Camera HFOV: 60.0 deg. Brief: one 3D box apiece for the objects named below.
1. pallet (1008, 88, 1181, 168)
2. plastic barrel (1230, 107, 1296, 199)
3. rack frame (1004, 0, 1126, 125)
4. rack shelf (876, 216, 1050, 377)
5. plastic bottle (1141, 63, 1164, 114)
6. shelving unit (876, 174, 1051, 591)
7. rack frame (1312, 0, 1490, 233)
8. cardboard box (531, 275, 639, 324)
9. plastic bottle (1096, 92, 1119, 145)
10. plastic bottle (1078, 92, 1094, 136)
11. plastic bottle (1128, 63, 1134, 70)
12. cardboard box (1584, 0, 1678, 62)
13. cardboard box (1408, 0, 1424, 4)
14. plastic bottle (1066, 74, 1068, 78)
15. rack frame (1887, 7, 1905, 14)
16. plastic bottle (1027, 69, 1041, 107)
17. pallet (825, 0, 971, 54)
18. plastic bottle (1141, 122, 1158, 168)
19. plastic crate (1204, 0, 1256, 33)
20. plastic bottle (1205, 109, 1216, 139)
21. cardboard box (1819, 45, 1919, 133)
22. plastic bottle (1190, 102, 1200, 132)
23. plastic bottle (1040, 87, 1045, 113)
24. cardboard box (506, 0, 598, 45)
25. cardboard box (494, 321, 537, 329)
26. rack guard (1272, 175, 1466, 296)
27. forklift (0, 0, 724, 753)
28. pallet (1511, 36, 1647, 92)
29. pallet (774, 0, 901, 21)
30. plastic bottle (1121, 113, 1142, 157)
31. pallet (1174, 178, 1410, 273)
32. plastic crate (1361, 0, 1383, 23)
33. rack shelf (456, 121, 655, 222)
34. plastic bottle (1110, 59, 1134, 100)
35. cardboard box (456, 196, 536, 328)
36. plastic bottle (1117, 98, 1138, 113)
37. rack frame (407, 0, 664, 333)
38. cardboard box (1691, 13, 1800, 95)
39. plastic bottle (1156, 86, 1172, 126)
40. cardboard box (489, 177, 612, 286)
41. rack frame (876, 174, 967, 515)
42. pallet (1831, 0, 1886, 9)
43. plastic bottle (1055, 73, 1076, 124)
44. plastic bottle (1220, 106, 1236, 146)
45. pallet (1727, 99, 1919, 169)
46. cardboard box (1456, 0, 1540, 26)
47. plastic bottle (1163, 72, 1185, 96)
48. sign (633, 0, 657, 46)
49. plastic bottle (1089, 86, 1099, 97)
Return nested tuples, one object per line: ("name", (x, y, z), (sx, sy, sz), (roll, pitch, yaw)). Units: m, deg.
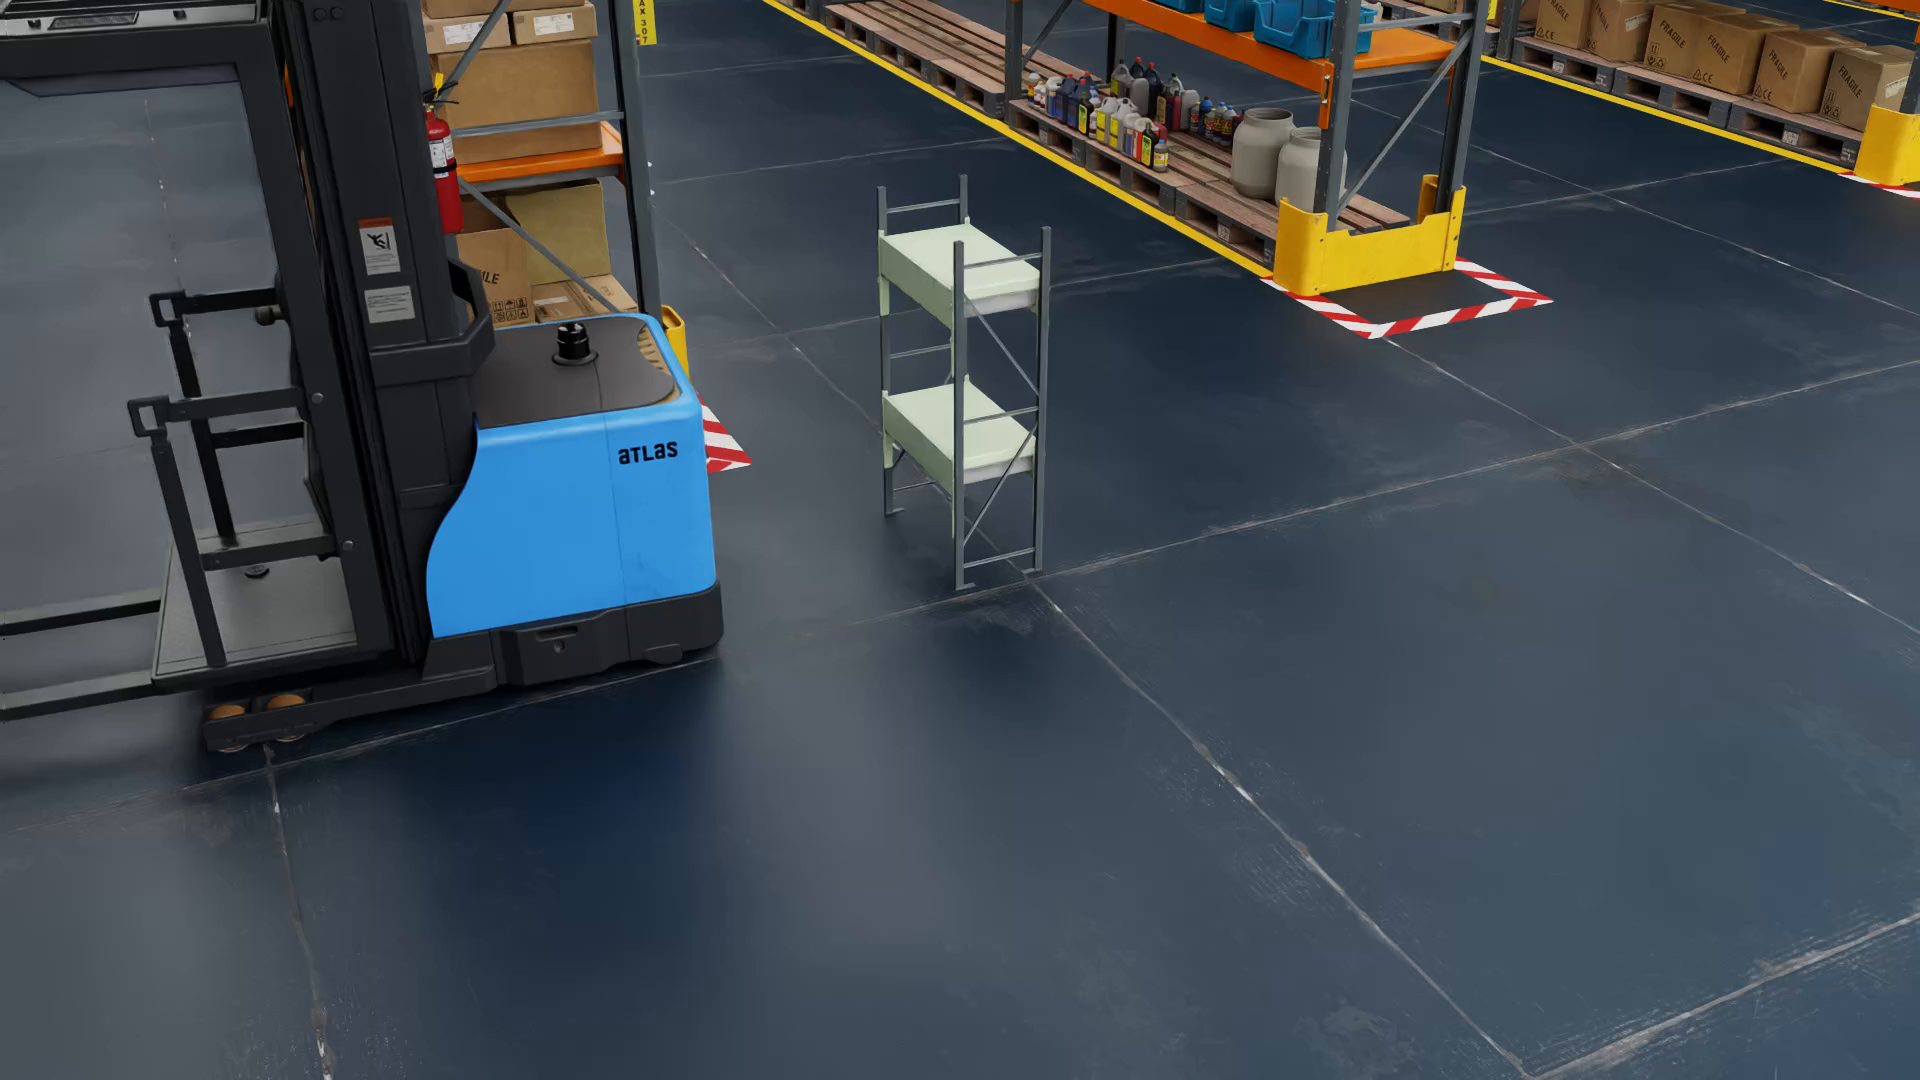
("pallet", (1.075, -3.155, 12.661), (1.003, 0.211, 1.213), (-13, 32, -22))
("plastic barrel", (1.975, -2.504, 10.763), (0.421, 0.512, 0.421), (0, 29, 0))
("rack frame", (0.824, -4.677, 12.523), (1.000, 3.000, 0.127), (-13, 32, -22))
("rack shelf", (0.003, -0.992, 6.687), (0.431, 0.370, 0.720), (-13, 32, -22))
("plastic bottle", (1.443, -3.404, 12.513), (0.144, 0.351, 0.185), (-15, 32, -24))
("shelving unit", (0.003, -0.651, 6.878), (0.431, 1.500, 0.755), (-13, 32, -22))
("rack frame", (2.541, -2.910, 9.372), (1.000, 3.000, 0.127), (-13, 32, -22))
("cardboard box", (-1.963, -1.139, 8.596), (0.500, 0.250, 0.500), (-13, 32, -22))
("plastic bottle", (1.060, -2.998, 11.789), (0.144, 0.351, 0.185), (-13, 32, -22))
("plastic bottle", (0.910, -3.075, 11.994), (0.061, 0.283, 0.133), (-12, 31, -20))
("plastic bottle", (1.329, -3.541, 12.825), (0.061, 0.283, 0.133), (-11, 31, -20))
("cardboard box", (5.686, -4.373, 14.108), (0.500, 0.500, 0.500), (-3, 29, -6))
("cardboard box", (4.625, -5.556, 16.197), (0.700, 0.500, 0.500), (-16, 33, -26))
("plastic bottle", (0.825, -3.337, 12.461), (0.061, 0.283, 0.133), (-13, 32, -22))
("rack frame", (9.821, -6.714, 16.156), (1.000, 3.000, 0.127), (-13, 32, -22))
("plastic bottle", (0.565, -3.446, 12.668), (0.097, 0.271, 0.097), (0, 29, 0))
("pallet", (-0.595, -4.877, 15.732), (1.003, 0.211, 1.213), (-13, 32, -22))
("plastic bottle", (1.290, -2.684, 11.297), (0.061, 0.283, 0.133), (-12, 32, -21))
("plastic crate", (1.783, -3.291, 10.205), (0.499, 0.251, 0.408), (-13, 32, -22))
("plastic bottle", (1.812, -2.987, 11.921), (0.097, 0.201, 0.097), (0, 29, 0))
("cardboard box", (6.762, -3.322, 12.234), (0.500, 0.500, 0.500), (-7, 30, -13))
("plastic bottle", (1.724, -3.078, 12.083), (0.097, 0.201, 0.097), (0, 29, 0))
("plastic bottle", (0.652, -3.325, 12.525), (0.097, 0.201, 0.097), (0, 29, 0))
("cardboard box", (-1.908, -2.416, 7.727), (0.380, 0.149, 0.250), (-13, 32, -22))
("cardboard box", (-2.431, -1.030, 8.402), (0.500, 0.250, 0.500), (-13, 32, -22))
("rack guard", (2.466, -1.843, 10.026), (1.175, 0.500, 0.348), (-13, 32, -22))
("forklift", (-2.490, -0.816, 5.708), (3.031, 2.935, 1.130), (-10, 31, -17))
("pallet", (5.618, -4.211, 14.544), (1.003, 0.211, 1.213), (-13, 32, -22))
("pallet", (-1.269, -5.567, 16.962), (1.003, 0.211, 1.213), (-13, 32, -22))
("plastic bottle", (1.214, -2.811, 11.532), (0.152, 0.276, 0.135), (-14, 32, -23))
("pallet", (2.122, -2.077, 10.739), (1.003, 0.211, 1.213), (-13, 32, -22))
("plastic crate", (2.448, -3.258, 10.262), (0.298, 0.136, 0.250), (-13, 32, -22))
("rack shelf", (-2.792, -2.441, 9.272), (1.077, 0.370, 4.000), (-13, 32, -22))
("plastic bottle", (1.231, -3.459, 12.610), (0.144, 0.351, 0.185), (-13, 32, -22))
("cardboard box", (-2.433, -1.357, 8.218), (0.500, 0.500, 0.500), (-13, 32, -22))
("plastic bottle", (1.183, -3.008, 11.882), (0.152, 0.276, 0.135), (-13, 32, -22))
("rack frame", (-1.934, -1.871, 7.520), (1.000, 3.000, 0.127), (-13, 32, -22))
("cardboard box", (6.223, -3.859, 13.192), (0.500, 0.500, 0.500), (-10, 31, -17))
("plastic bottle", (1.501, -3.200, 12.216), (0.061, 0.283, 0.133), (-13, 32, -22))
("cardboard box", (-2.179, -1.686, 8.806), (0.500, 0.500, 0.500), (-13, 32, -22))
("rack frame", (-0.154, -0.813, 7.166), (0.400, 1.500, 0.023), (-13, 32, -22))
("pallet", (9.421, -5.822, 17.417), (1.003, 0.211, 1.213), (-13, 32, -22))
("plastic bottle", (0.796, -3.270, 12.272), (0.144, 0.351, 0.185), (-12, 32, -21))
("plastic bottle", (1.897, -2.929, 11.747), (0.097, 0.271, 0.097), (0, 29, 0))
("pallet", (6.665, -3.133, 12.622), (1.003, 0.211, 1.213), (-13, 32, -22))
("cardboard box", (5.053, -5.094, 15.373), (0.700, 0.500, 0.500), (-16, 33, -26))
("plastic bottle", (1.582, -3.262, 12.259), (0.144, 0.351, 0.185), (-13, 32, -22))
("sign", (-1.430, -2.397, 7.492), (0.100, 0.325, 0.005), (-13, 32, -22))
("plastic bottle", (0.967, -3.196, 12.223), (0.097, 0.271, 0.097), (0, 29, 0))
